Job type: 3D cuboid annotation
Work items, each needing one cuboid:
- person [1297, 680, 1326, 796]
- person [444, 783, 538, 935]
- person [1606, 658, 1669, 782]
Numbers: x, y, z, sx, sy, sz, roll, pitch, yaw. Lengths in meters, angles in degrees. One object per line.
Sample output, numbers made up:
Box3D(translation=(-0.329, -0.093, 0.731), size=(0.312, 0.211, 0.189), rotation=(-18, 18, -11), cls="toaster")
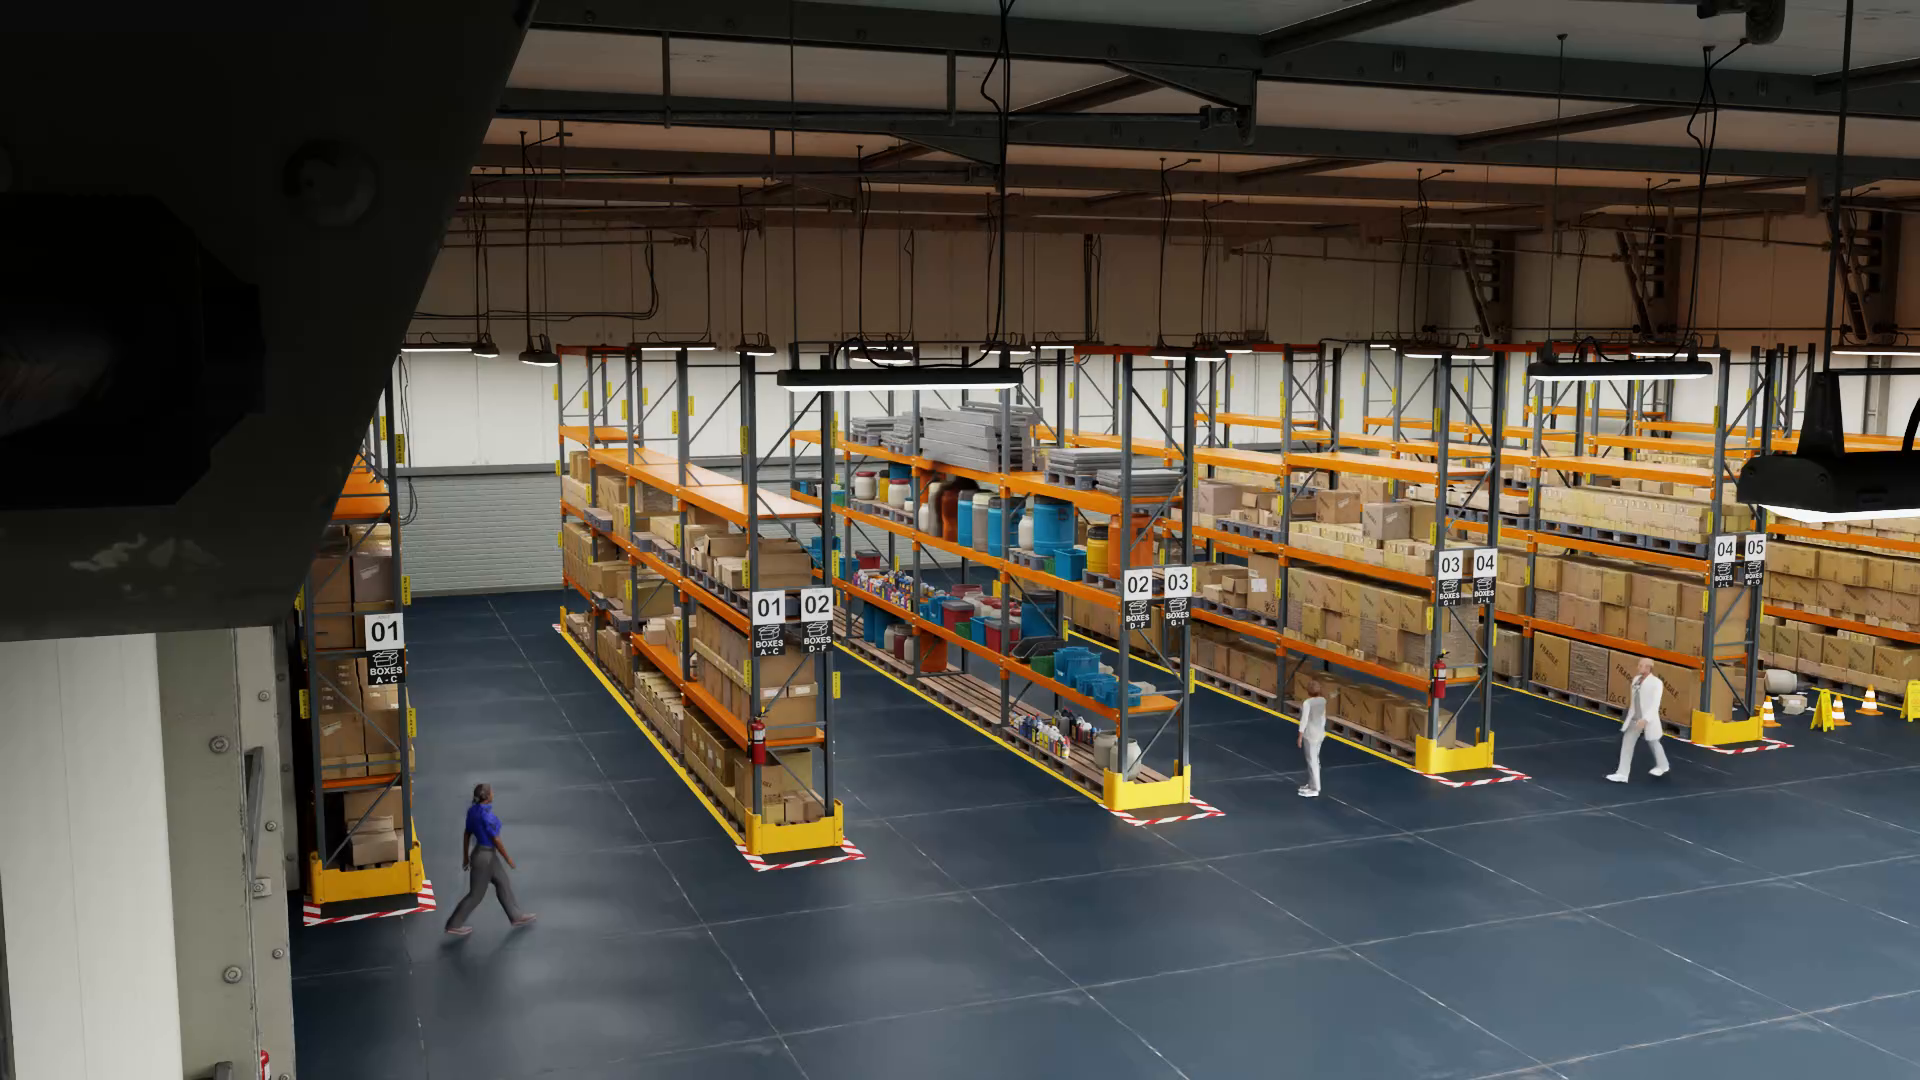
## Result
Box3D(translation=(4.761, 2.680, 22.615), size=(0.397, 1.601, 0.454), rotation=(6, 10, 41), cls="person")
Box3D(translation=(-4.924, 3.315, 17.406), size=(0.973, 1.598, 0.447), rotation=(-3, 8, -21), cls="person")
Box3D(translation=(9.563, 2.517, 23.290), size=(1.094, 1.739, 0.521), rotation=(-6, 10, -41), cls="person")
